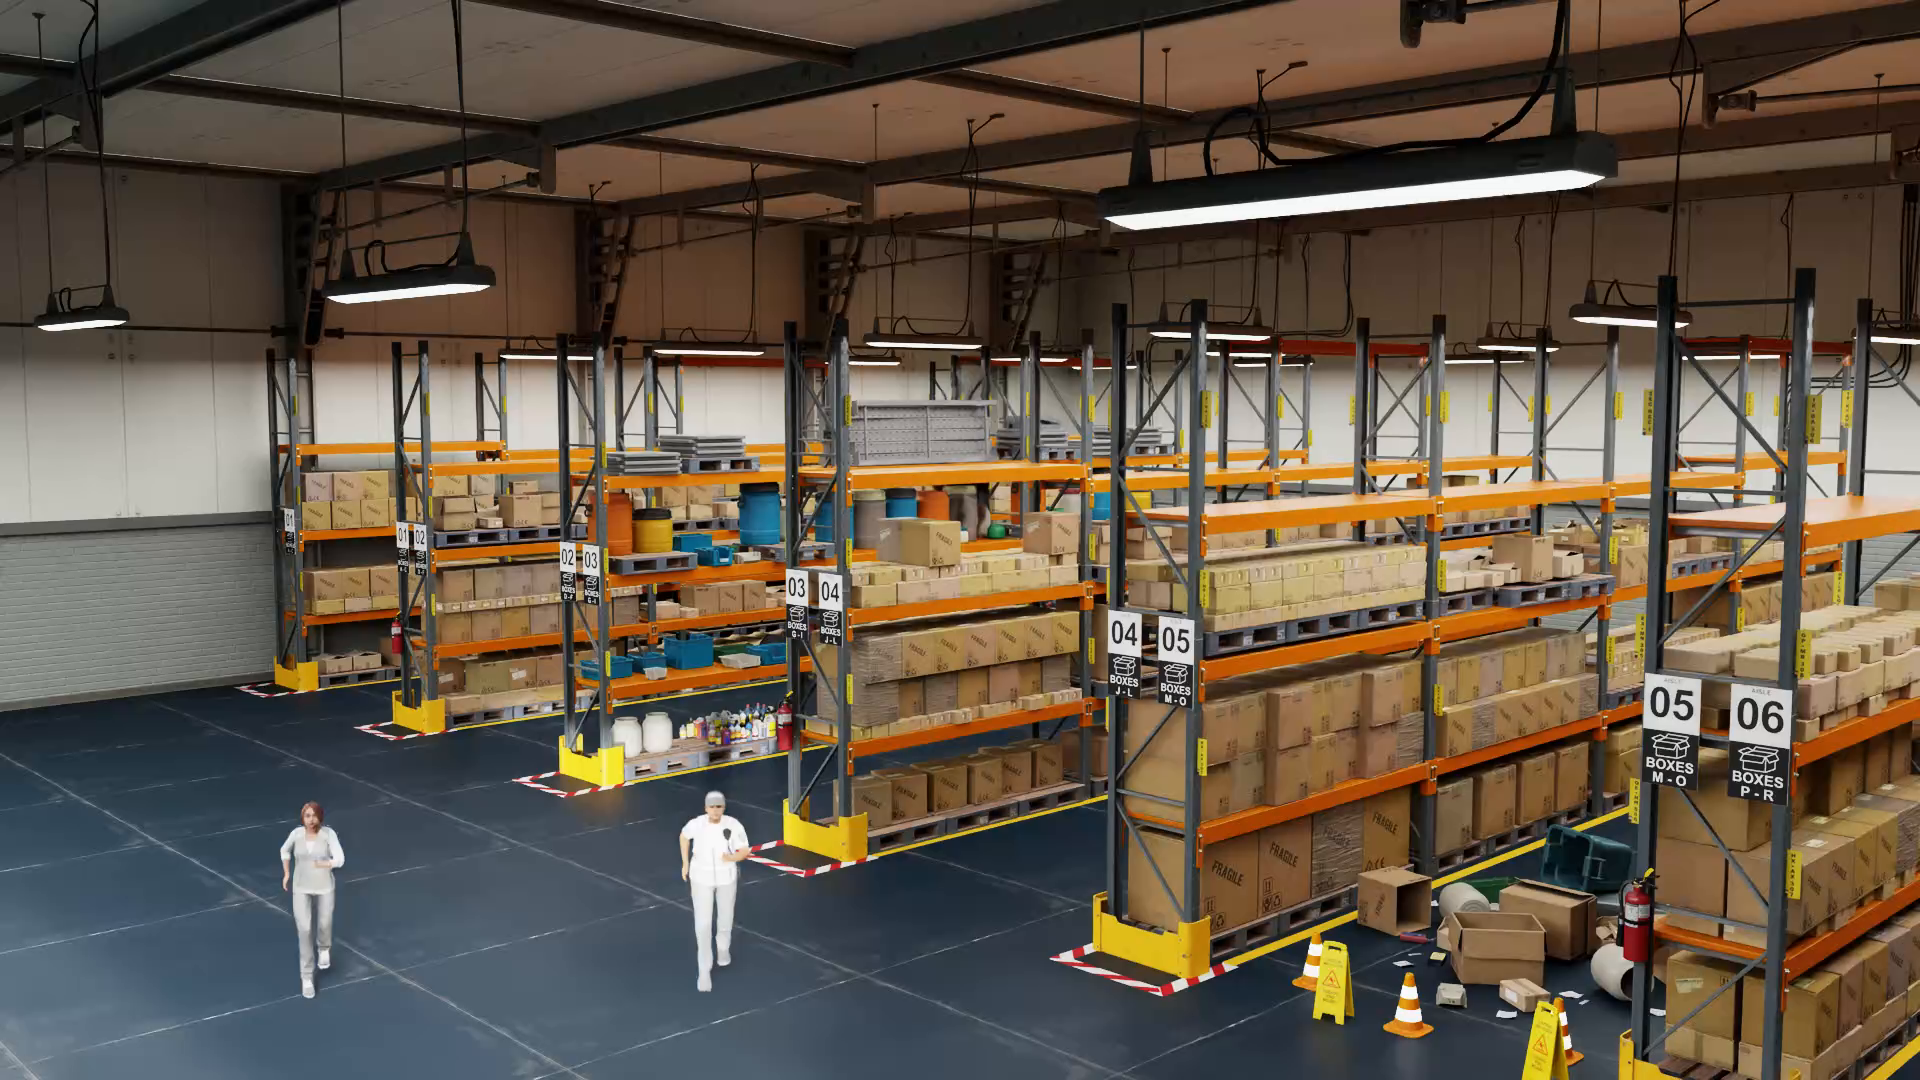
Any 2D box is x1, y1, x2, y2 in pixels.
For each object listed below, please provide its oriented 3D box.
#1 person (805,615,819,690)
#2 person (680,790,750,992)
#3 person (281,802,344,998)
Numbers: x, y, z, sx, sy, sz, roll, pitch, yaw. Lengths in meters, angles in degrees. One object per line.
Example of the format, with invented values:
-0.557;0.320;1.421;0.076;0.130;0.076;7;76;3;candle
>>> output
-2.565;1.699;27.538;0.556;1.738;0.640;5;7;43;person
-2.167;3.057;14.756;0.593;1.719;0.830;-1;5;-13;person
-5.669;3.095;14.582;0.523;1.601;0.830;-2;5;-21;person
